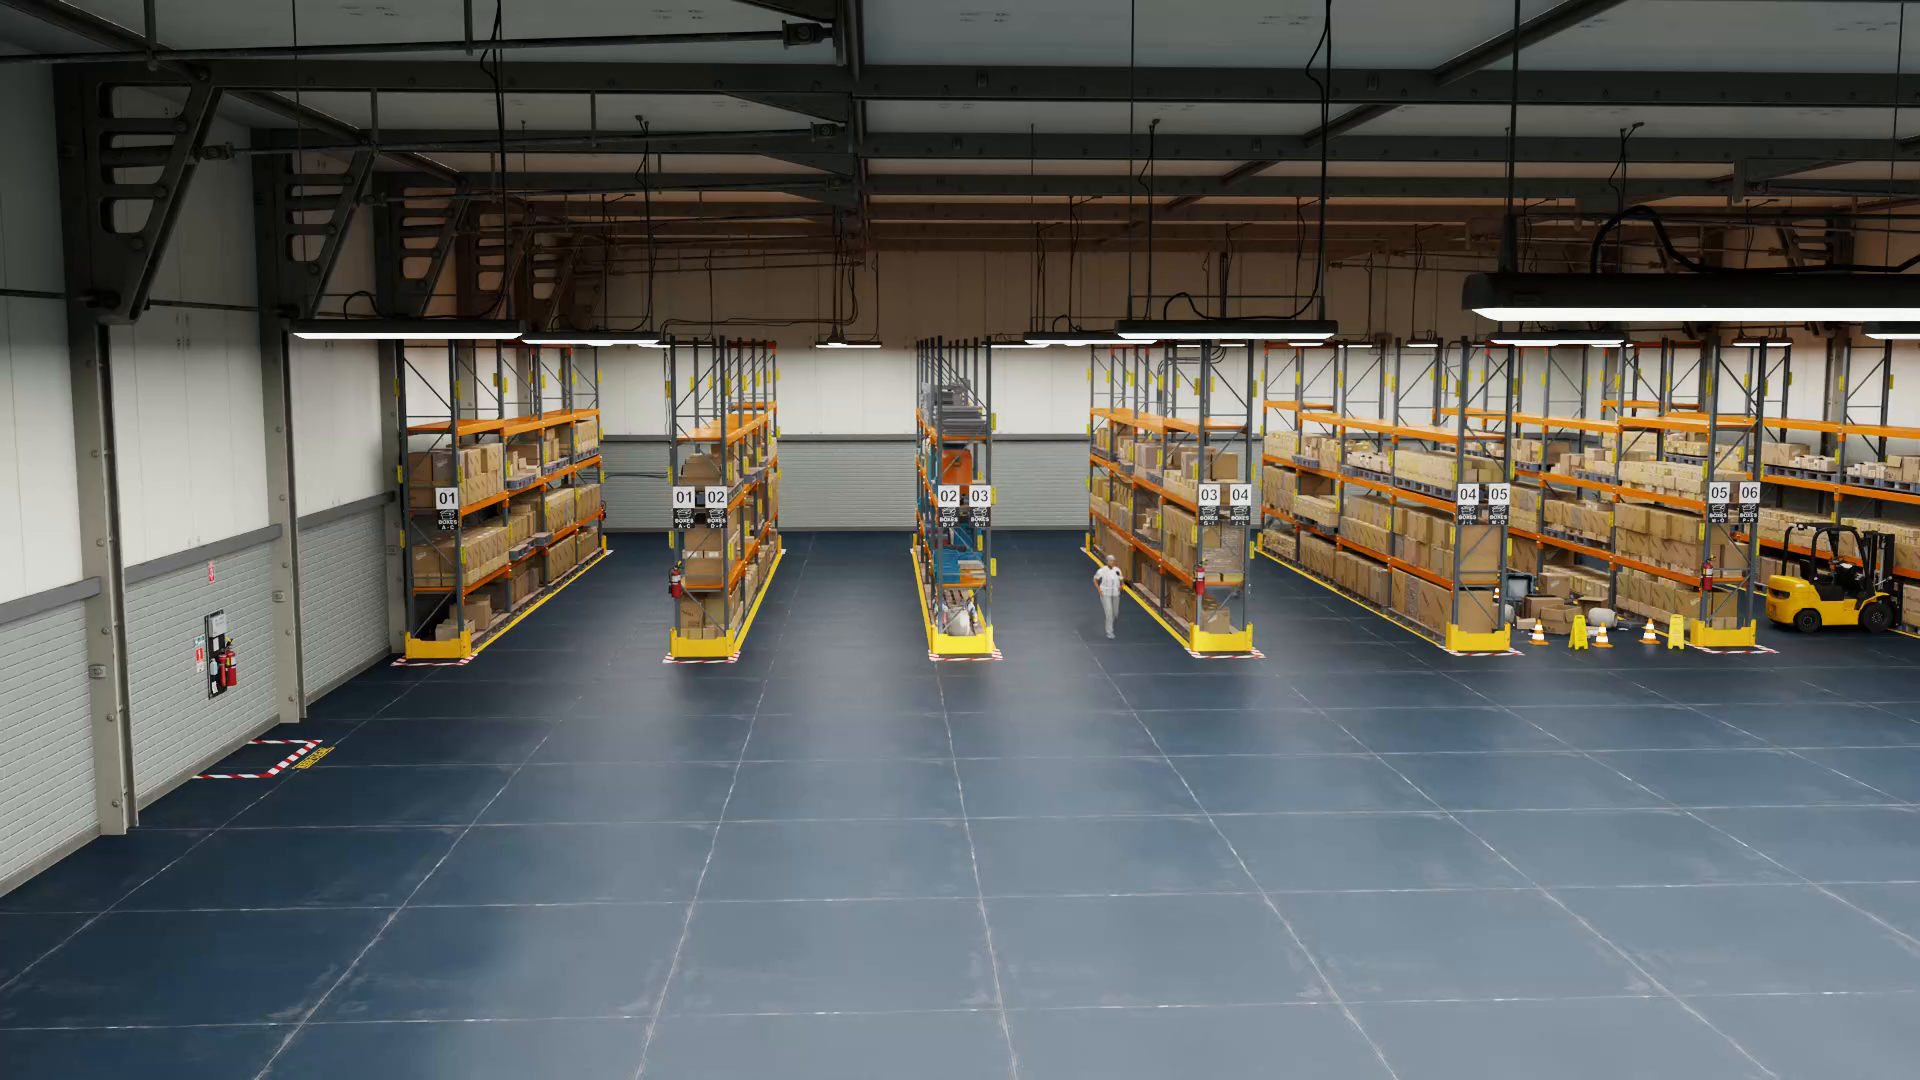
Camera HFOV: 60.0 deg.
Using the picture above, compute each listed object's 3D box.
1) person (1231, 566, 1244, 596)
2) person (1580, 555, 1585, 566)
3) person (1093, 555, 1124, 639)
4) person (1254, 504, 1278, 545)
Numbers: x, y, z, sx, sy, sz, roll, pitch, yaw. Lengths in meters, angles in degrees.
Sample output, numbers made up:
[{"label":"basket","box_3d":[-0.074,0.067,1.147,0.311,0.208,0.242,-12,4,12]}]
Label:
[{"label":"person","box_3d":[6.502,0.477,38.798,0.716,1.695,0.553,-1,7,-9]},{"label":"person","box_3d":[15.823,0.043,42.885,0.539,1.583,0.895,-1,7,-8]},{"label":"person","box_3d":[2.995,1.115,33.431,0.630,1.652,0.724,-2,7,-15]},{"label":"person","box_3d":[9.176,-0.736,49.198,0.924,1.788,0.692,0,6,0]}]
